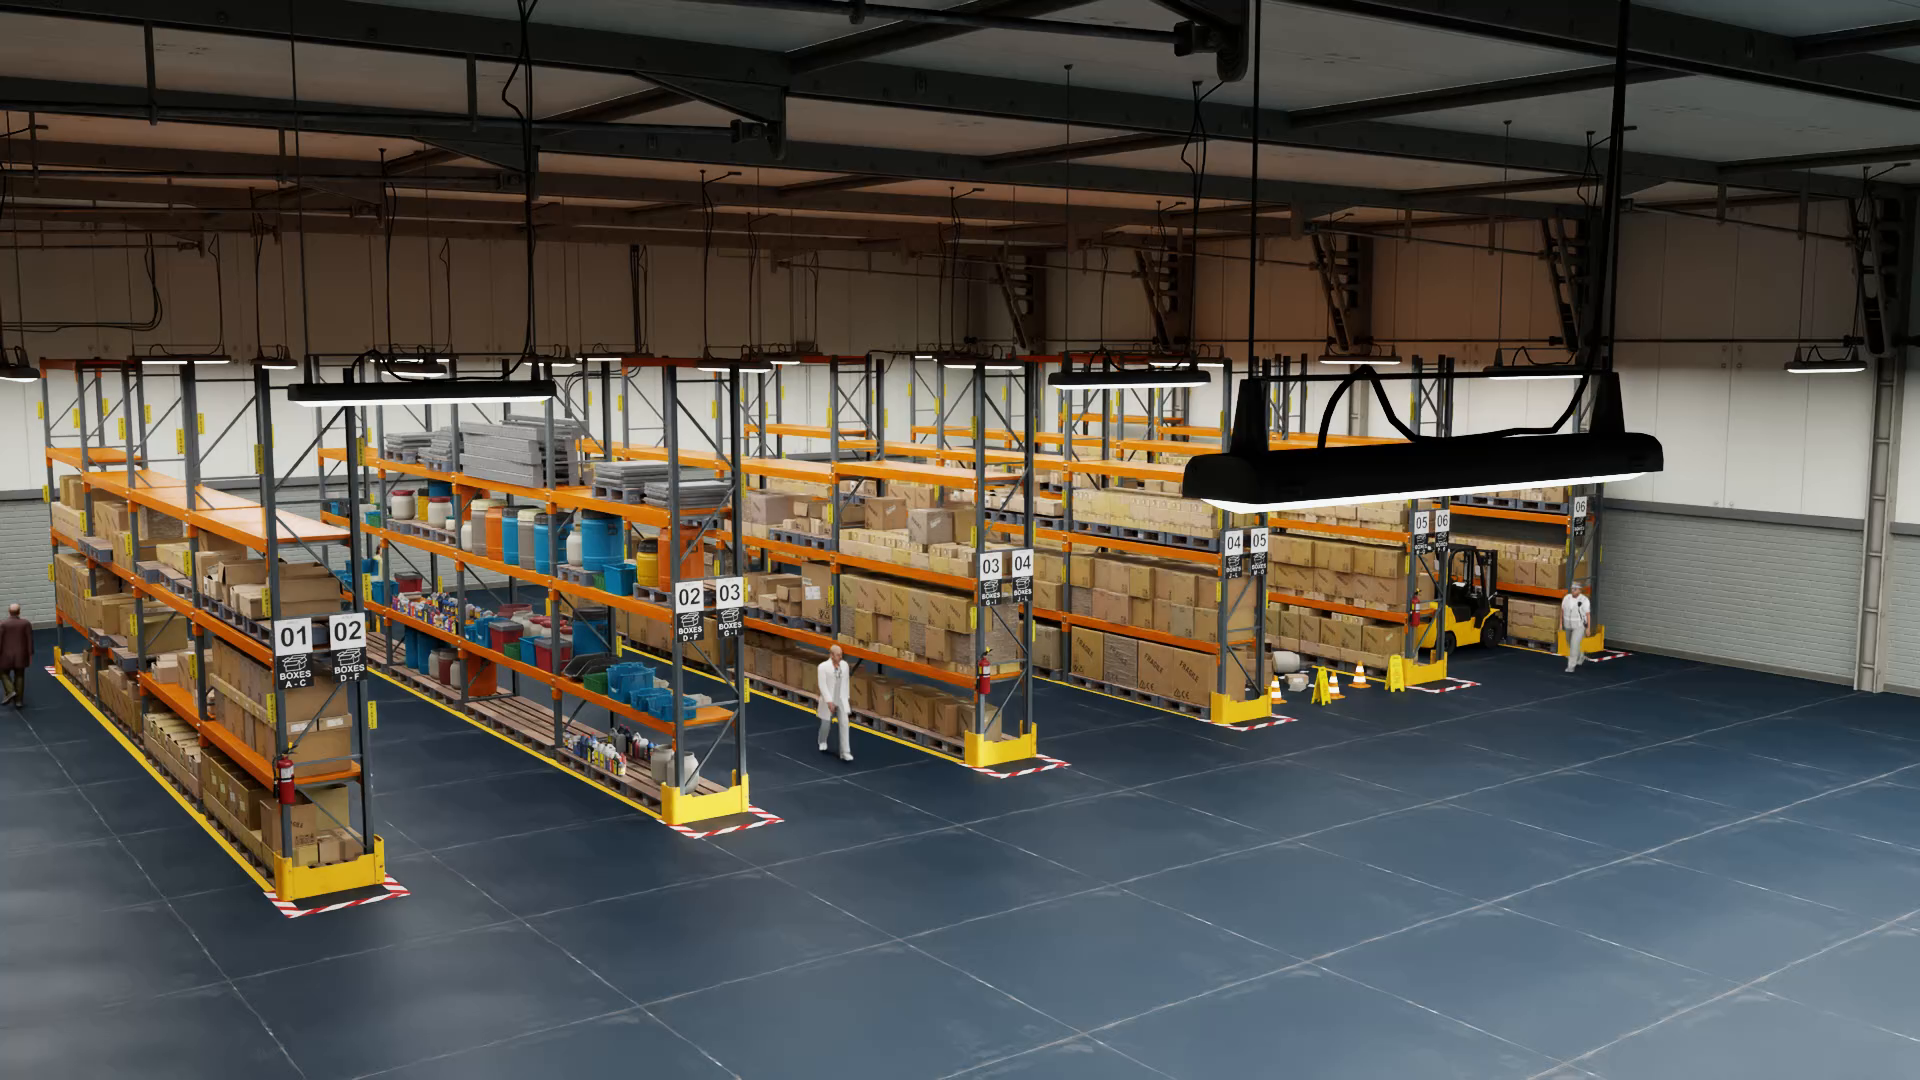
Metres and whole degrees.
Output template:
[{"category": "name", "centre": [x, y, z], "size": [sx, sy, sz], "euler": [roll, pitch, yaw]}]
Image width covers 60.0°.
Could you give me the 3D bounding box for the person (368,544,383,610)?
[{"category": "person", "centre": [-13.449, 0.896, 38.454], "size": [0.852, 1.639, 0.451], "euler": [0, 7, 2]}]

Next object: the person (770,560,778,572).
[{"category": "person", "centre": [-5.127, 0.024, 45.338], "size": [0.614, 1.709, 0.532], "euler": [1, 7, 6]}]

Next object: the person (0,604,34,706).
[{"category": "person", "centre": [-16.333, 1.996, 28.729], "size": [0.615, 1.776, 0.571], "euler": [-4, 8, -33]}]

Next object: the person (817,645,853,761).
[{"category": "person", "centre": [-1.887, 2.446, 25.281], "size": [0.568, 1.705, 1.164], "euler": [-3, 7, -24]}]

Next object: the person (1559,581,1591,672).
[{"category": "person", "centre": [11.820, 1.631, 31.930], "size": [0.986, 1.729, 0.556], "euler": [-6, 9, -42]}]
